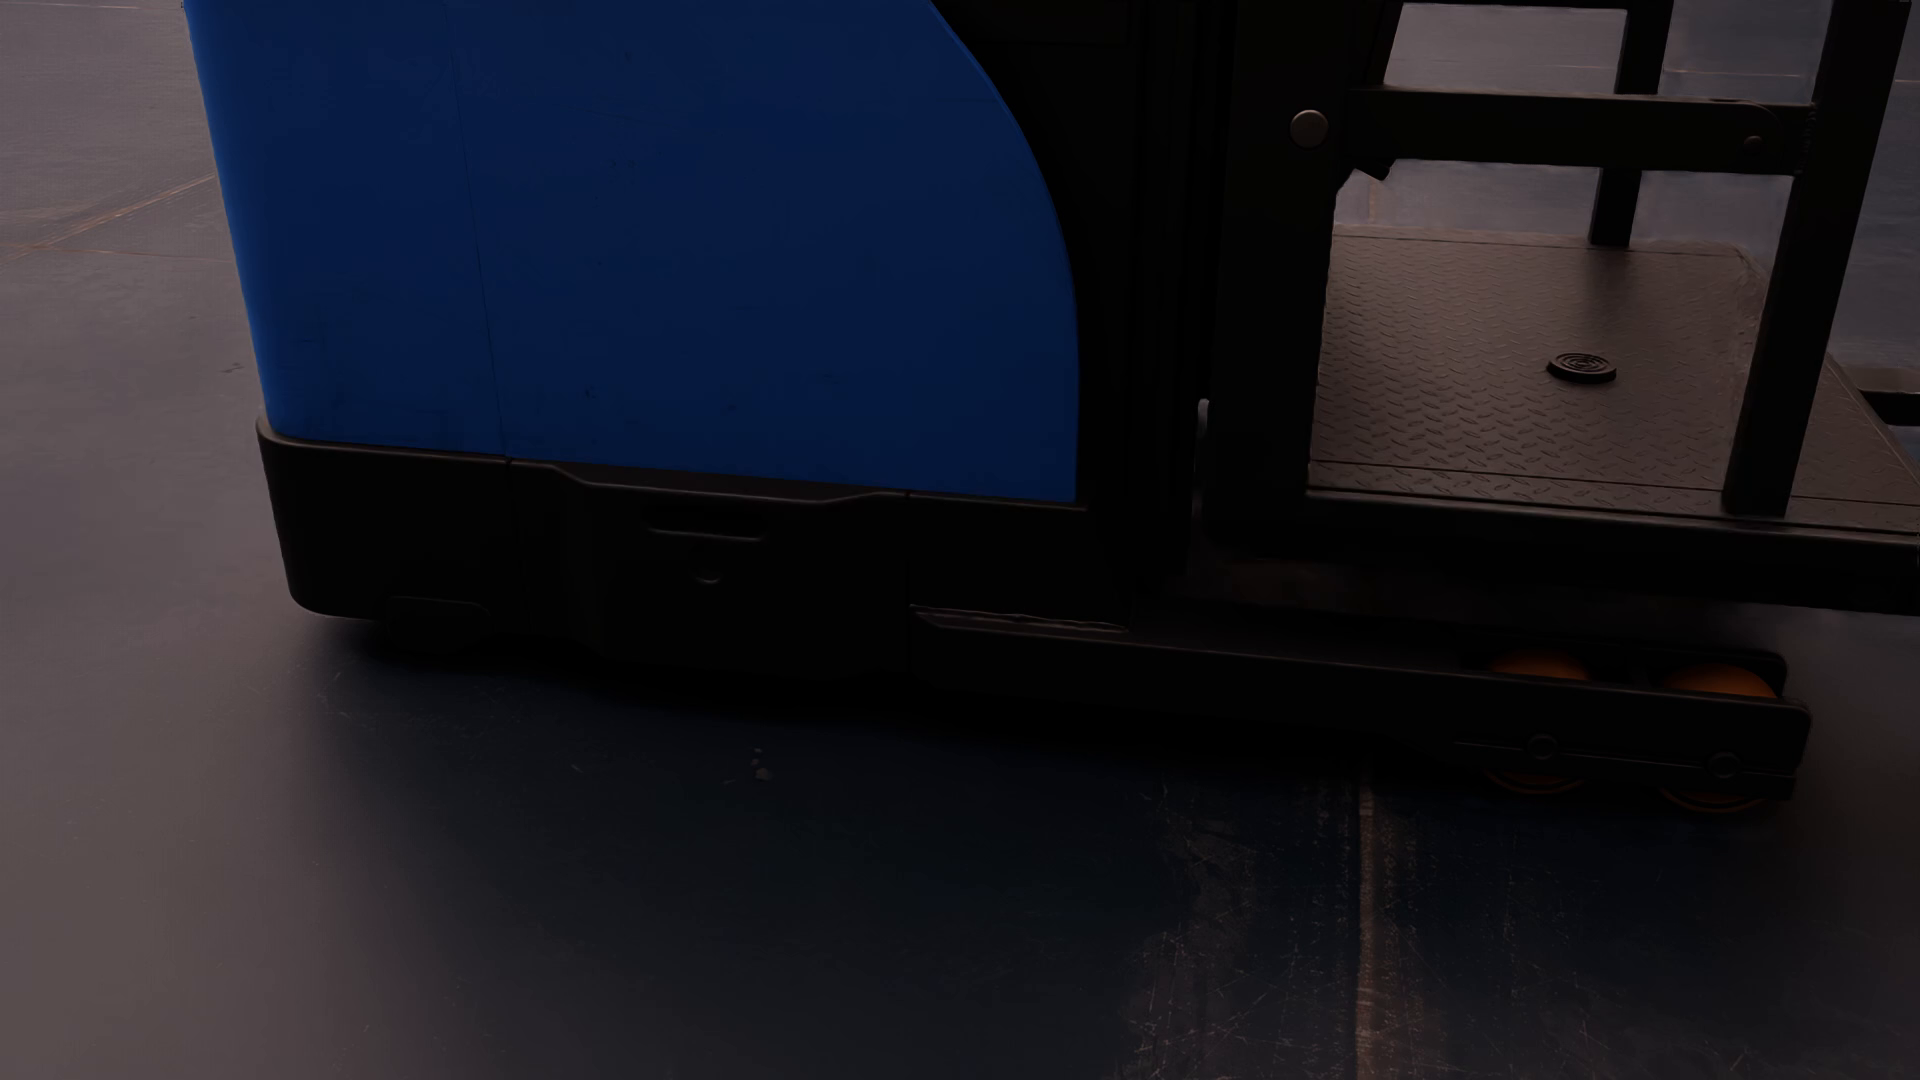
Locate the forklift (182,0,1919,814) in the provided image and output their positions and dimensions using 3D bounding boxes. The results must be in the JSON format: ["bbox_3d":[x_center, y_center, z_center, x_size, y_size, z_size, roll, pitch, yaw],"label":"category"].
[{"bbox_3d":[0.672,-1.259,1.742,3.031,2.935,1.130,5,27,10],"label":"forklift"}]
